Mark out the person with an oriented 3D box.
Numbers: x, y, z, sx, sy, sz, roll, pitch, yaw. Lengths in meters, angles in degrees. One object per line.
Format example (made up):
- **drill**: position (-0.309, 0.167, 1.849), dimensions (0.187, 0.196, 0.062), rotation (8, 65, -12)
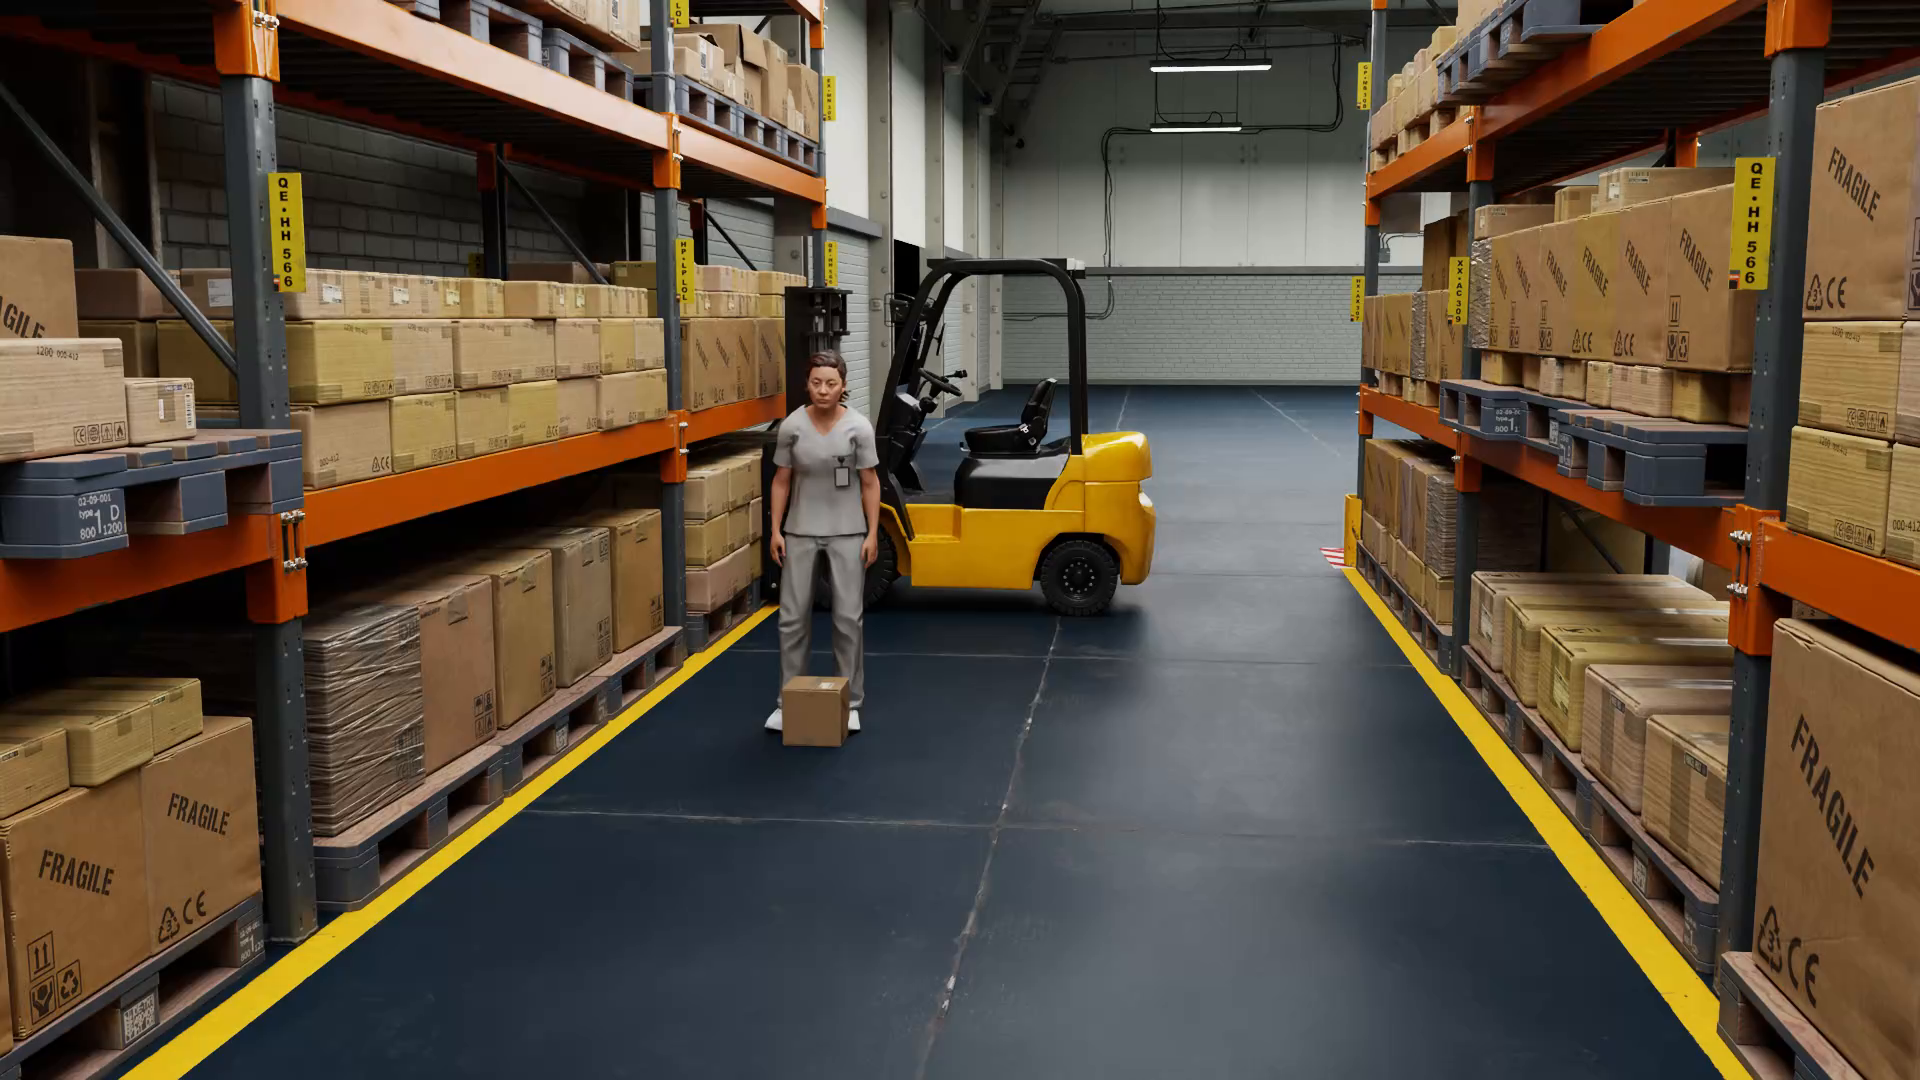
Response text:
- **person**: position (-0.601, -0.001, 7.314), dimensions (0.501, 1.671, 0.359), rotation (0, 8, 3)
